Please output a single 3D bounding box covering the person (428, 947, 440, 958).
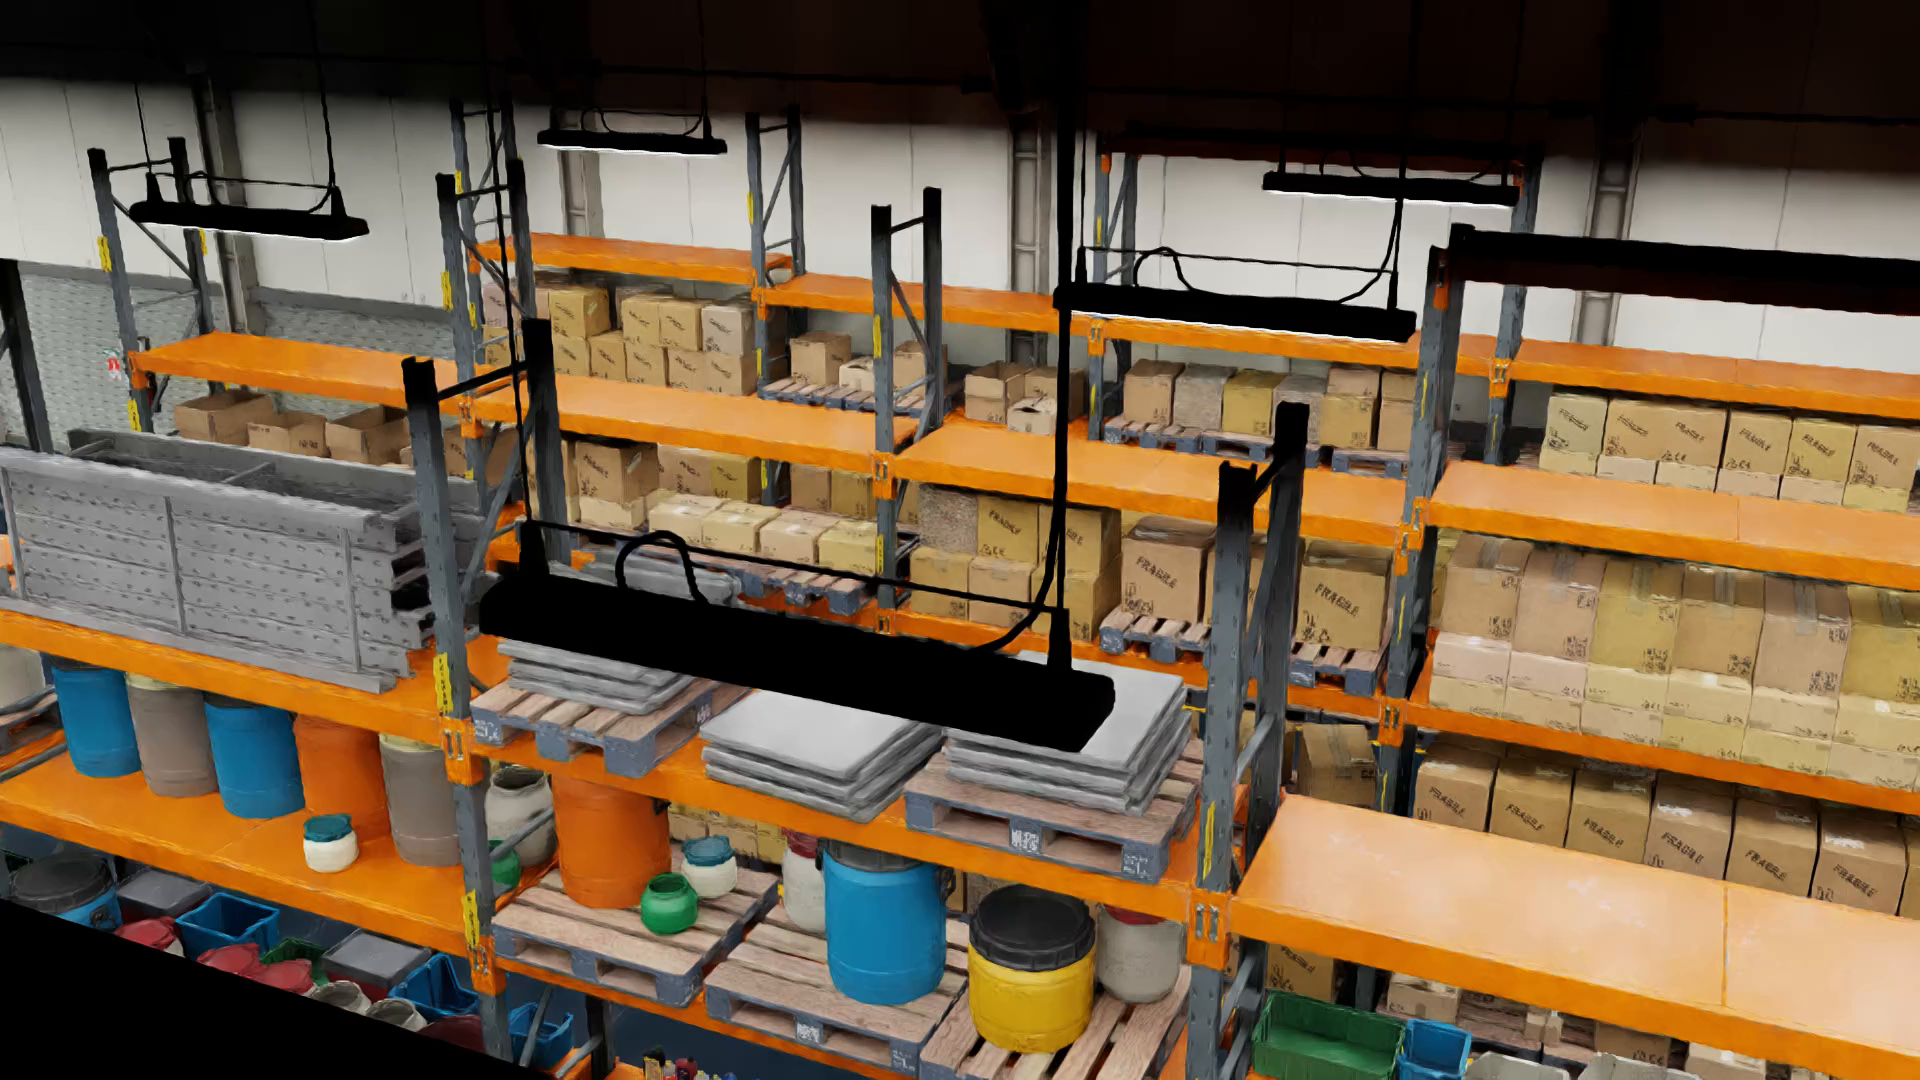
[{"bbox_3d":[-3.910,3.031,12.124,0.576,1.718,0.626,-15,25,-35],"label":"person"}]
